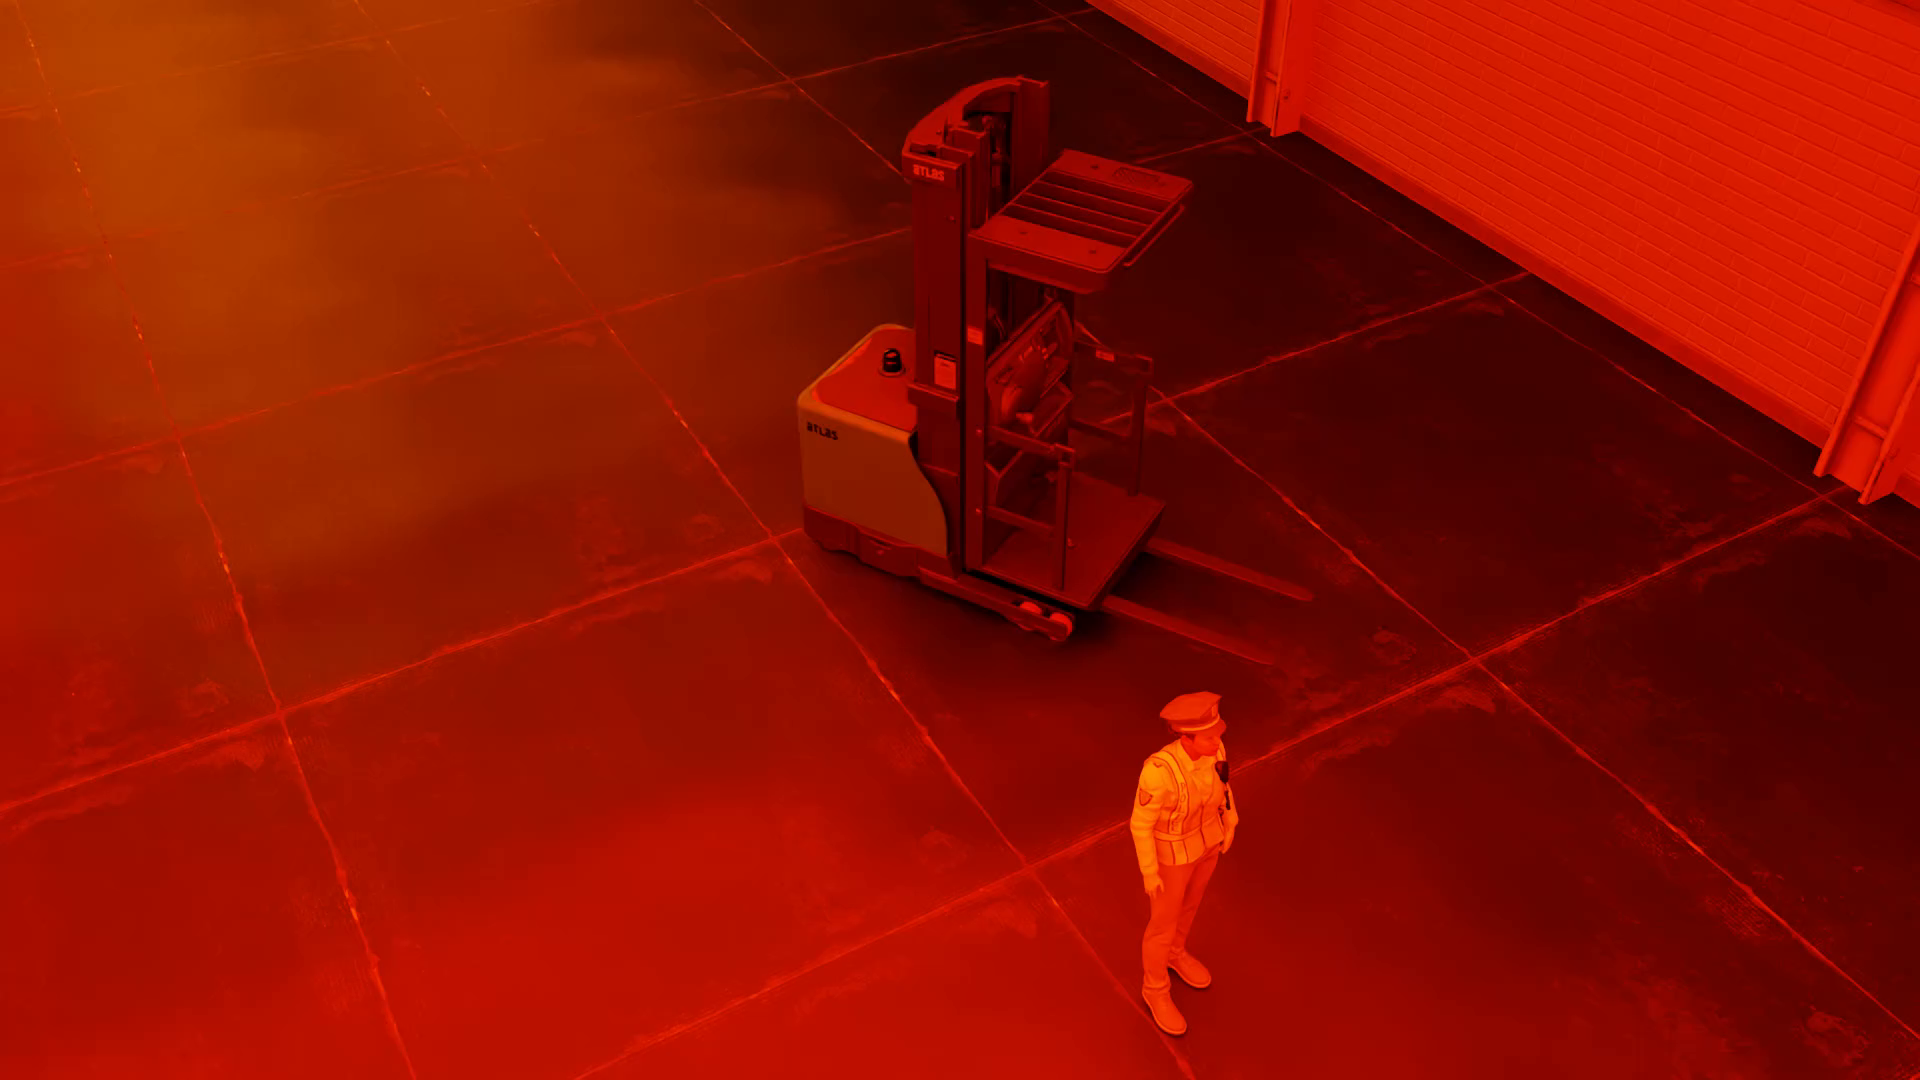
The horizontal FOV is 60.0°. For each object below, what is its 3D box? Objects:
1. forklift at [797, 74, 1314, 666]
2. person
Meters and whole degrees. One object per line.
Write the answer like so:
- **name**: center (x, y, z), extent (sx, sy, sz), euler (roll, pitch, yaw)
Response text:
- **forklift**: center (0.568, -0.931, 9.158), extent (3.031, 2.935, 1.130), euler (20, 44, 22)
- **person**: center (1.033, 1.383, 7.326), extent (0.586, 1.695, 0.533), euler (-27, 47, -29)
